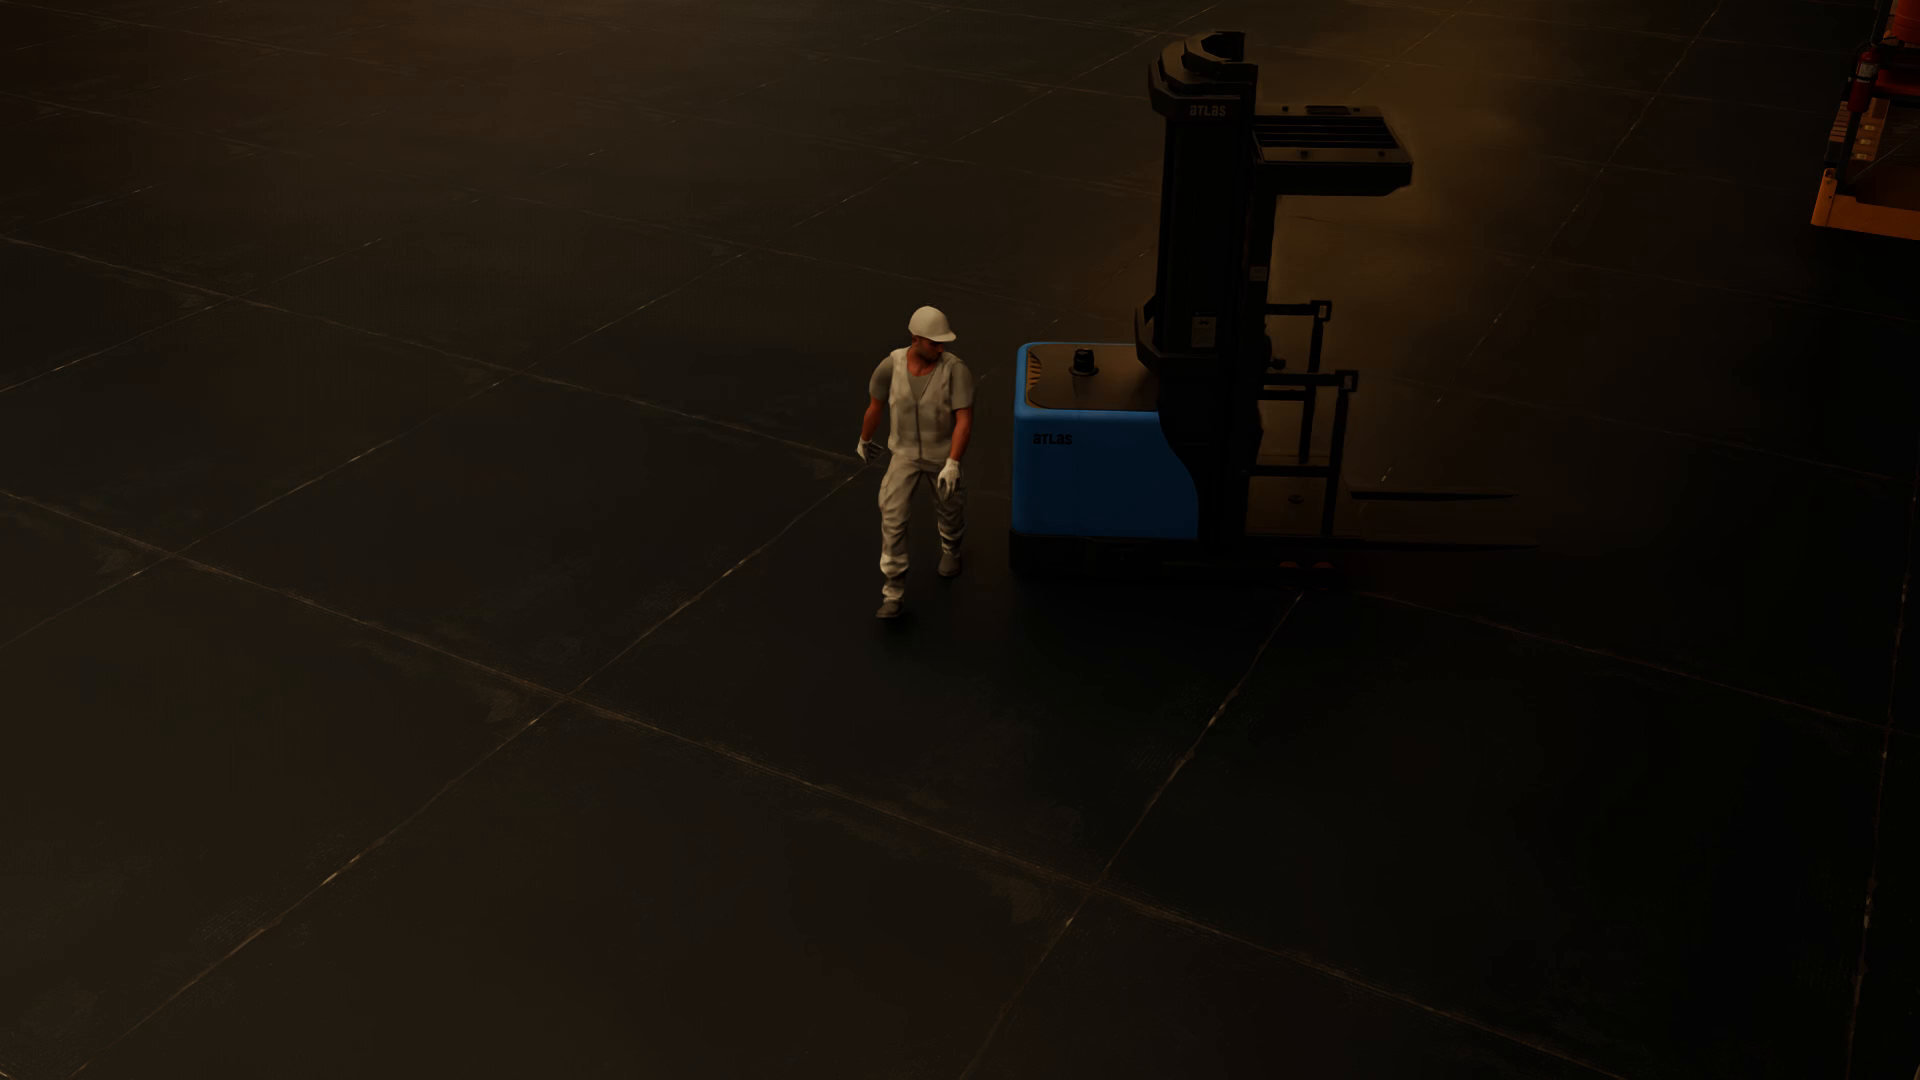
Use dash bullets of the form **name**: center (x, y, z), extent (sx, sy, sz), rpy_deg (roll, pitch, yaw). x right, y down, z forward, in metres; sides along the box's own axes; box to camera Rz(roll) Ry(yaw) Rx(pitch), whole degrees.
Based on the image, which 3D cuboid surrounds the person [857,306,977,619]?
- **person**: center (-0.258, -0.431, 9.045), extent (0.686, 1.730, 0.937), rpy_deg (3, 30, 6)

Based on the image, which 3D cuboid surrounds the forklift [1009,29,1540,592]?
- **forklift**: center (1.819, -1.249, 9.236), extent (3.031, 2.935, 1.130), rpy_deg (1, 30, 3)
